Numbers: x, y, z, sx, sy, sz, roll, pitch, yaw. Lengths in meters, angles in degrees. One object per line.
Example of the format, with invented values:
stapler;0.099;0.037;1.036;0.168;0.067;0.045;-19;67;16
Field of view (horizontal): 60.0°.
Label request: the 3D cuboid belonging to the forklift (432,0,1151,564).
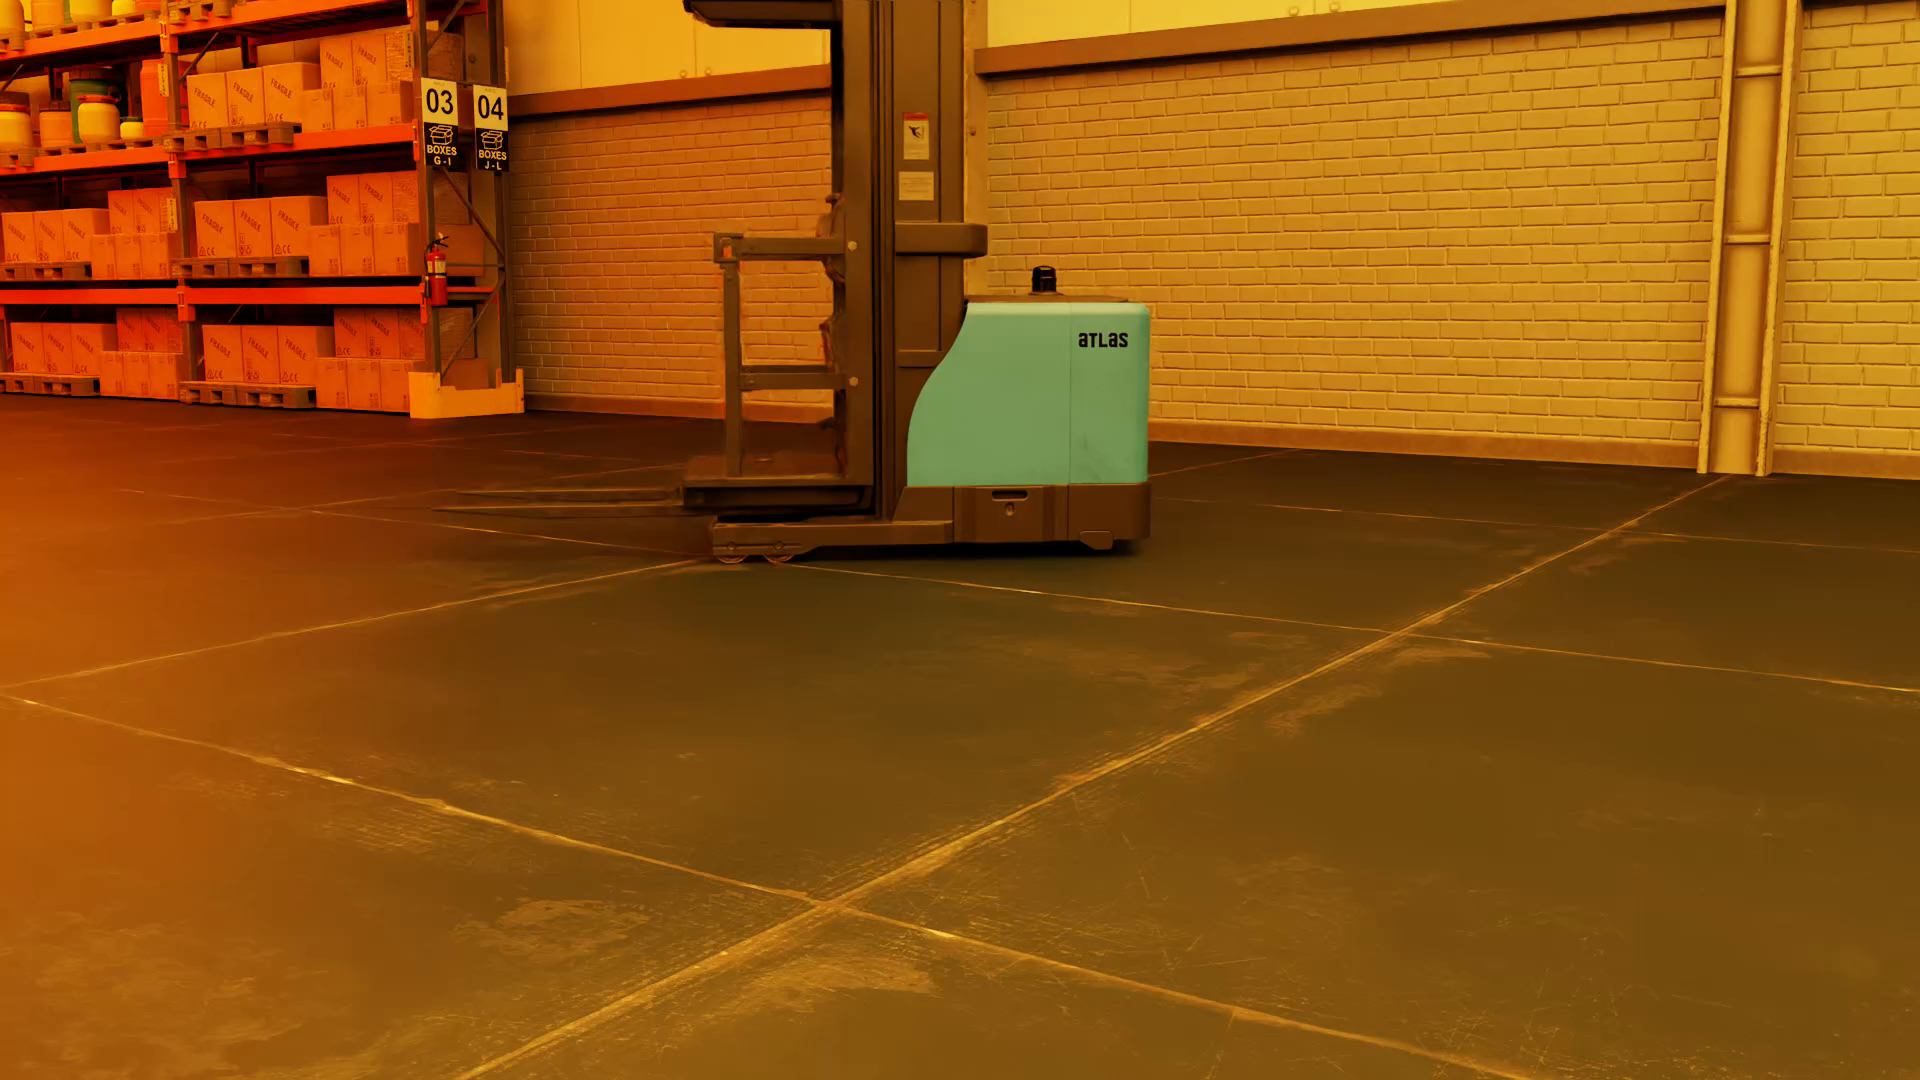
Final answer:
forklift;-0.734;-1.430;7.250;3.031;2.935;1.130;-1;8;-7
